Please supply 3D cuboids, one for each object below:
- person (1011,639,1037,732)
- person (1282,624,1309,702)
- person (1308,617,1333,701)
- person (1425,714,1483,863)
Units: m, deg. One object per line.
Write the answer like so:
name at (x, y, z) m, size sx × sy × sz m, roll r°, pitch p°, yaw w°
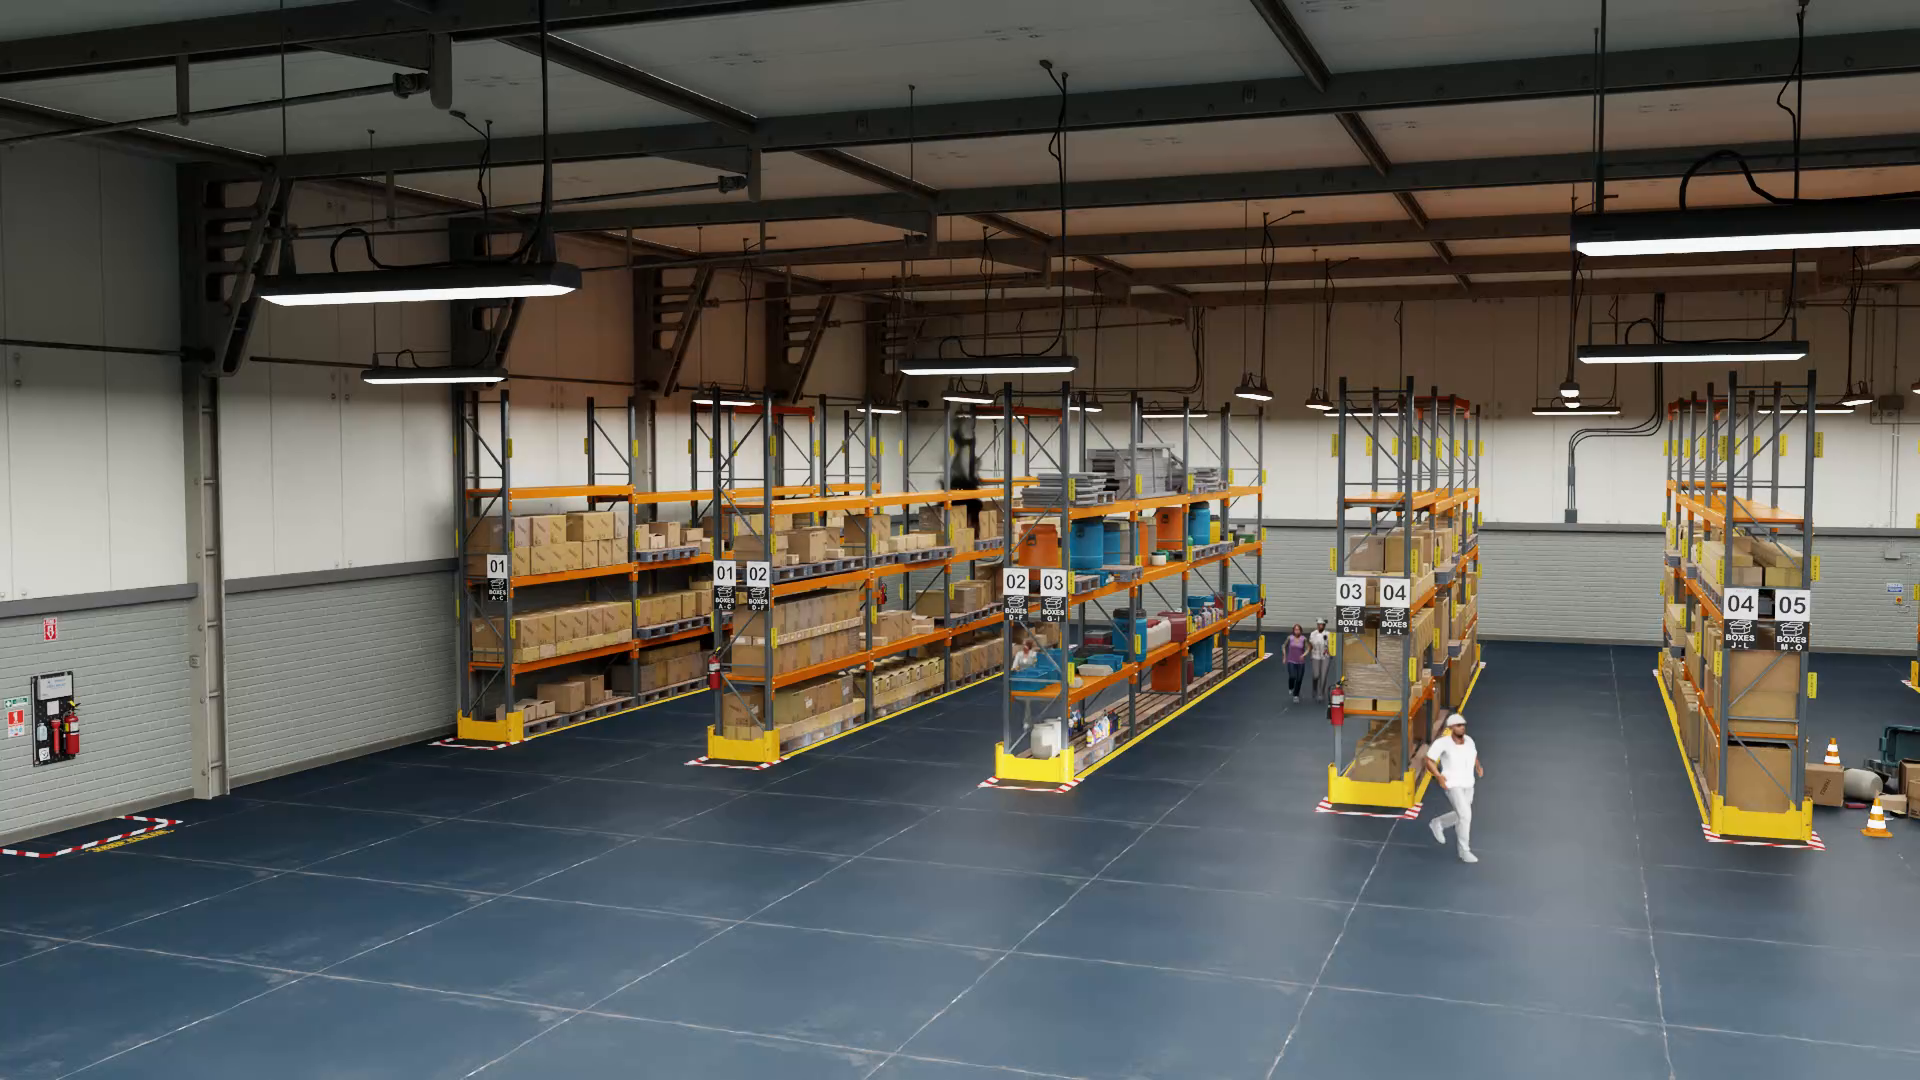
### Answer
person at (1.204, 2.566, 29.666) m, size 0.557 × 1.634 × 0.758 m, roll 1°, pitch 3°, yaw 19°
person at (6.595, 2.421, 32.659) m, size 0.515 × 1.554 × 0.627 m, roll 0°, pitch 3°, yaw 8°
person at (7.135, 2.357, 32.873) m, size 0.561 × 1.668 × 0.558 m, roll 1°, pitch 3°, yaw 19°
person at (6.085, 3.008, 20.415) m, size 0.690 × 1.763 × 0.823 m, roll -2°, pitch 3°, yaw -26°
